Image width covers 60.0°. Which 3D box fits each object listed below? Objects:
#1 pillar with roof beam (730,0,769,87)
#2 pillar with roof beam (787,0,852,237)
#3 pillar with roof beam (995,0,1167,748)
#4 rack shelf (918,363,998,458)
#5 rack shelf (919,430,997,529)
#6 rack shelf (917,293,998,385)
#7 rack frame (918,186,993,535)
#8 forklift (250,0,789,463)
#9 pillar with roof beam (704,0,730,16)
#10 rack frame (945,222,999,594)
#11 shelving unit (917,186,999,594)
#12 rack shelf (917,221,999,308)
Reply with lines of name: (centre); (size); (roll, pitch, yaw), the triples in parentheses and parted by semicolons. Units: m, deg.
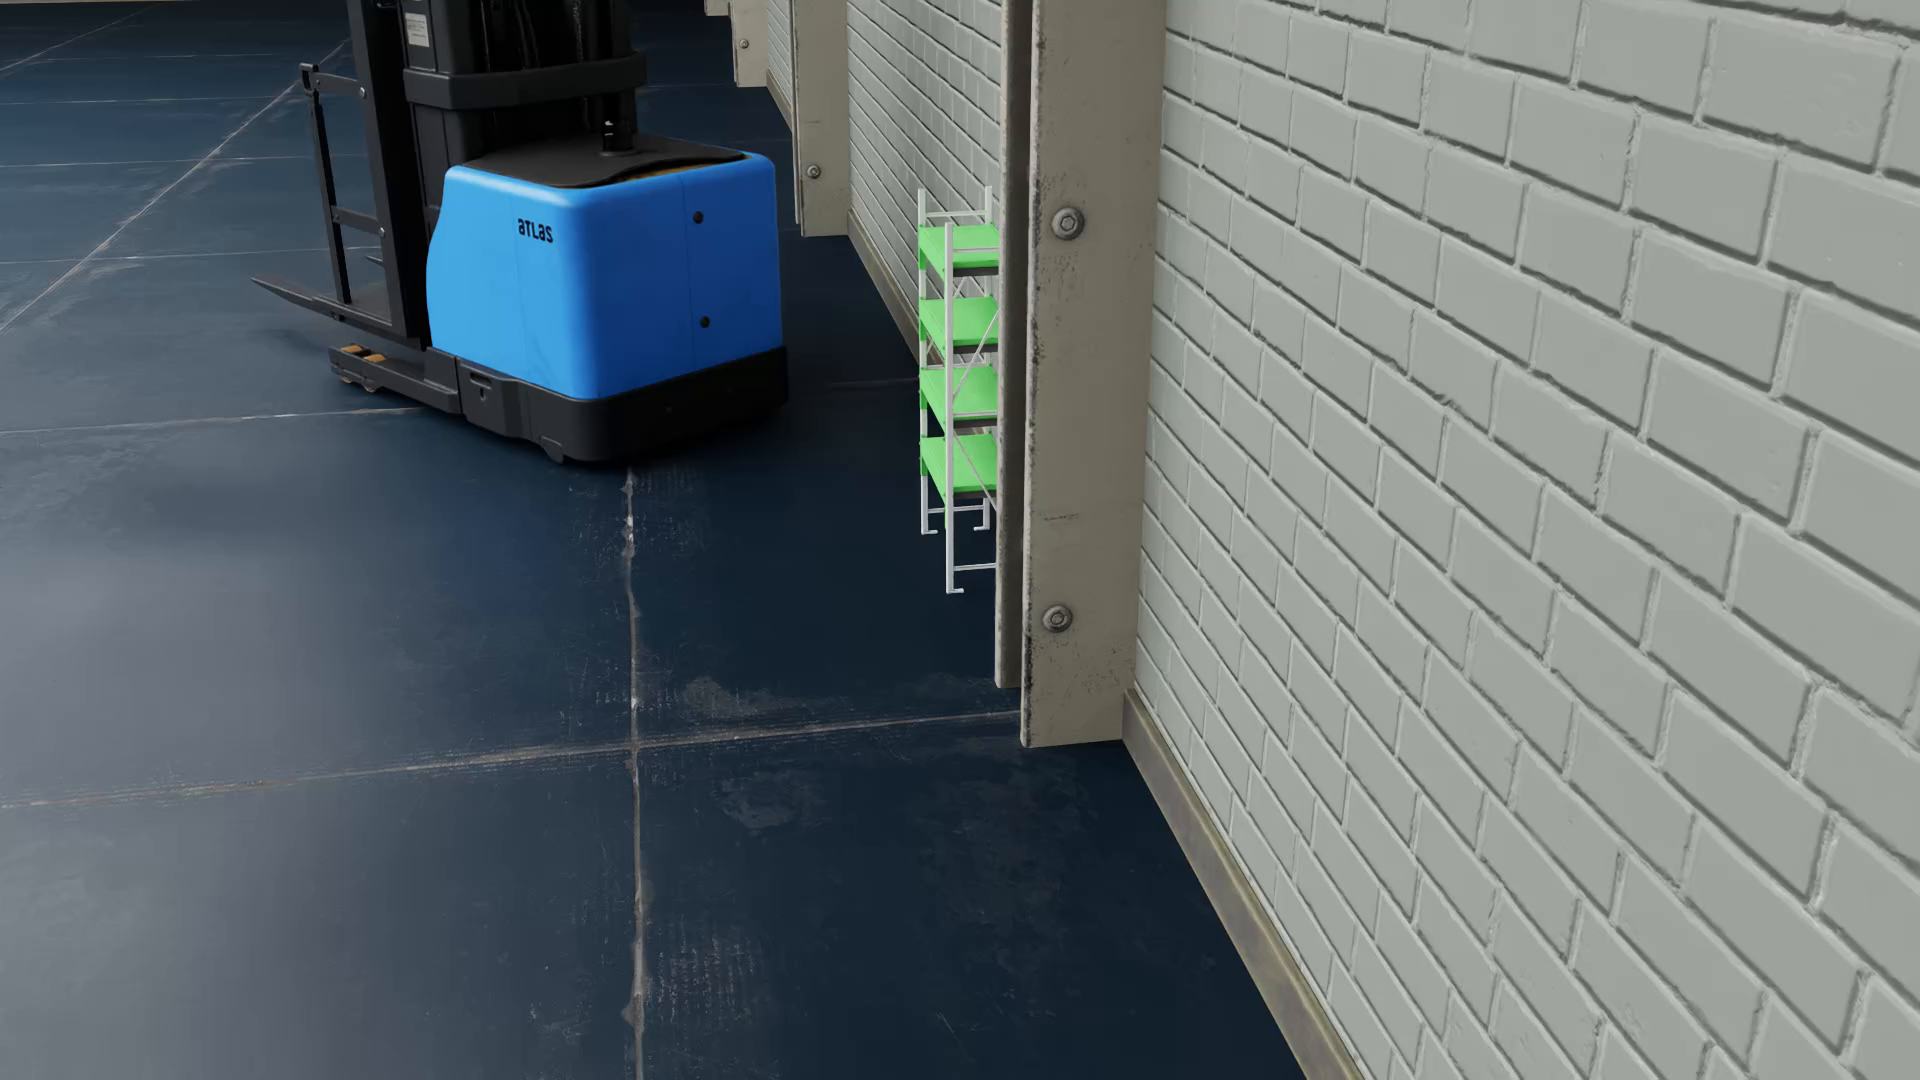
pillar with roof beam: (-6.162, -8.055, 12.950); (9.100, 9.000, 0.400); (-4, 24, -10)
pillar with roof beam: (-5.052, -5.695, 7.547); (9.100, 9.000, 0.400); (-4, 24, -10)
pillar with roof beam: (-3.943, -3.335, 2.143); (9.100, 9.000, 0.400); (-4, 24, -10)
rack shelf: (0.031, -0.426, 5.386); (0.258, 0.148, 0.480); (-4, 24, -10)
rack shelf: (0.031, -0.206, 5.482); (0.258, 0.148, 0.480); (-4, 24, -10)
rack shelf: (0.031, -0.646, 5.290); (0.258, 0.148, 0.480); (-4, 24, -10)
rack frame: (-0.015, -0.581, 5.581); (0.240, 1.200, 0.015); (-4, 24, -10)
forklift: (-2.137, -2.117, 6.936); (3.031, 2.935, 1.130); (20, 31, 38)
pillar with roof beam: (-7.271, -10.415, 18.354); (9.100, 9.000, 0.400); (-4, 24, -10)
rack frame: (0.076, -0.389, 5.141); (0.240, 1.200, 0.015); (-4, 24, -10)
shelving unit: (0.031, -0.485, 5.361); (0.258, 1.200, 0.503); (-4, 24, -10)
rack shelf: (0.031, -0.866, 5.194); (0.258, 0.148, 0.480); (-4, 24, -10)
